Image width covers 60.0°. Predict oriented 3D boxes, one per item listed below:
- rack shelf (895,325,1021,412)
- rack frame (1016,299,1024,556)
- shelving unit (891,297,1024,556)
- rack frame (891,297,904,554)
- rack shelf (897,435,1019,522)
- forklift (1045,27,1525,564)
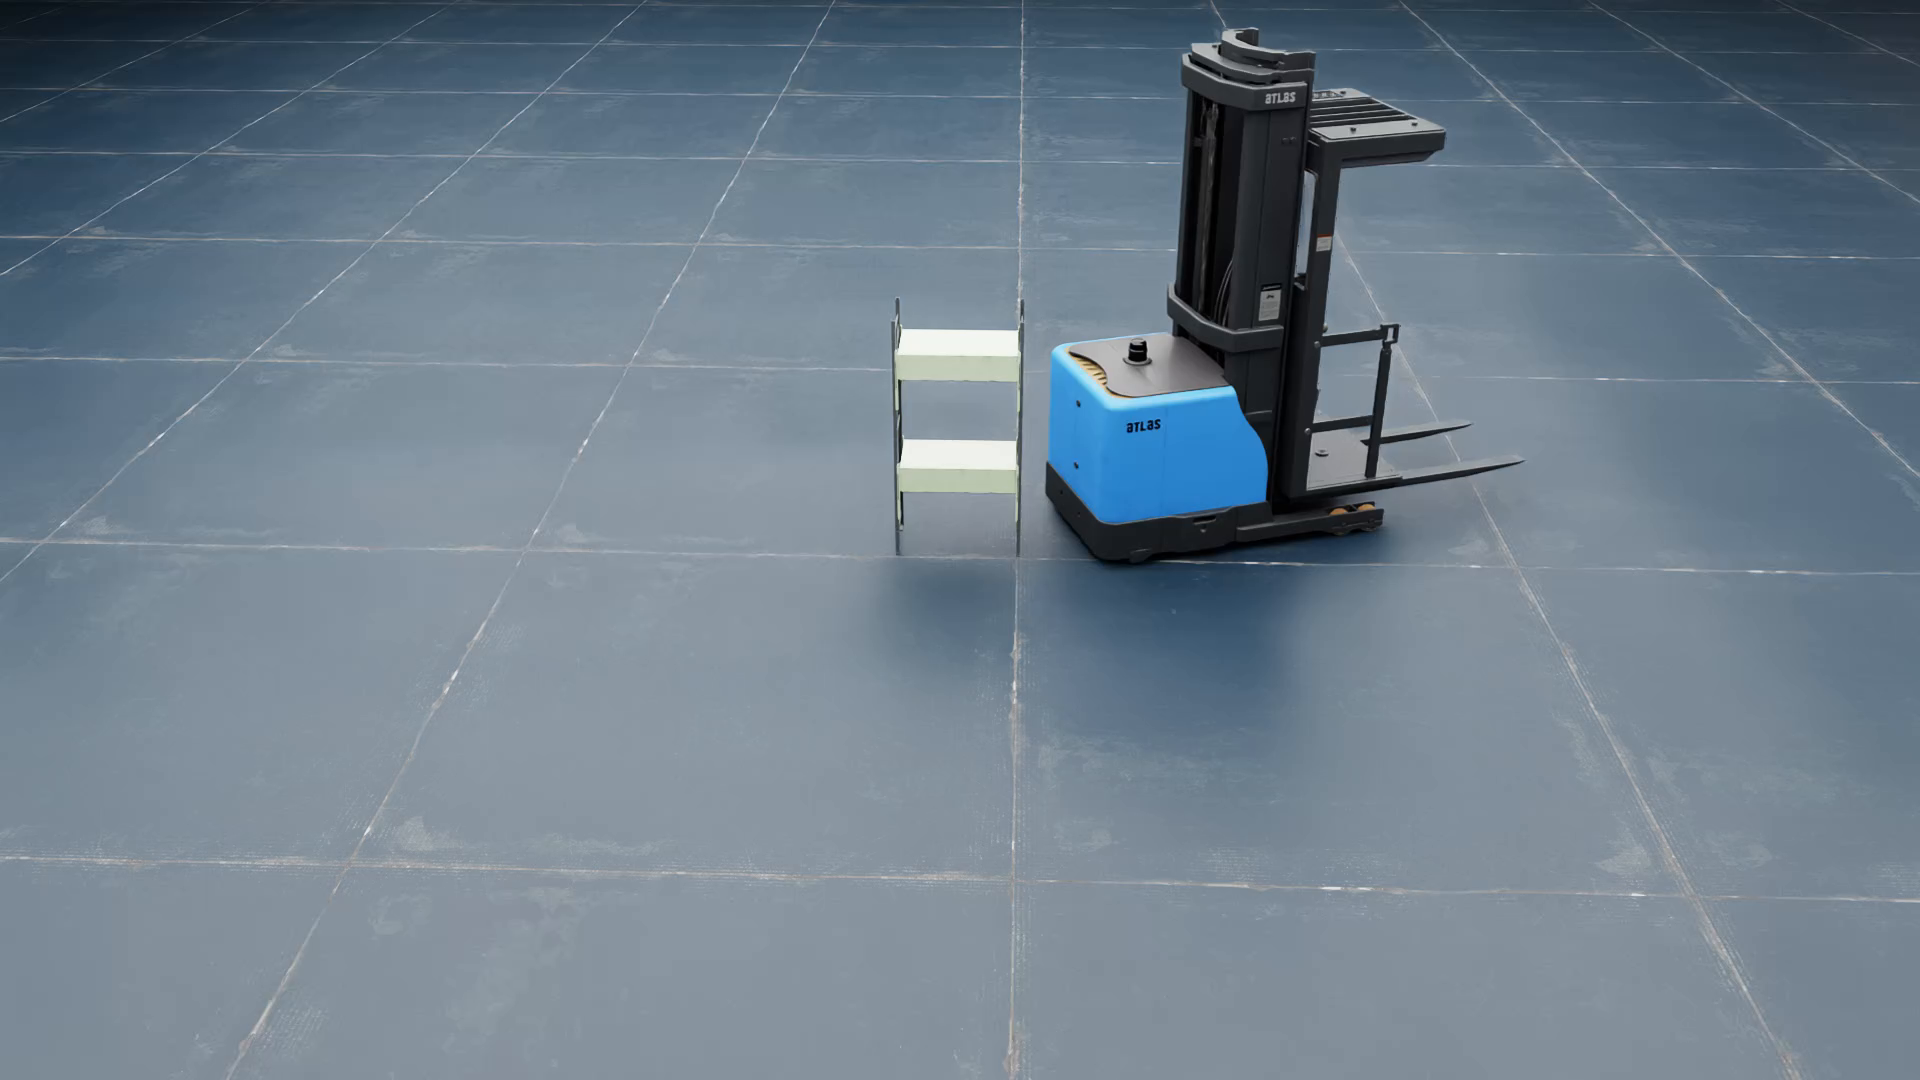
[{"bbox_3d":[-0.007,-1.008,9.741,0.720,0.370,0.431,1,28,2],"label":"rack shelf"},{"bbox_3d":[0.359,-0.657,9.913,0.023,1.500,0.400,1,28,2],"label":"rack frame"},{"bbox_3d":[-0.007,-0.663,9.924,0.755,1.500,0.431,1,28,2],"label":"shelving unit"},{"bbox_3d":[-0.372,-0.669,9.935,0.023,1.500,0.400,1,28,2],"label":"rack frame"},{"bbox_3d":[-0.007,-0.375,10.077,0.720,0.370,0.431,1,28,2],"label":"rack shelf"},{"bbox_3d":[2.122,-1.548,10.066,3.031,2.935,1.130,-9,29,-16],"label":"forklift"}]
